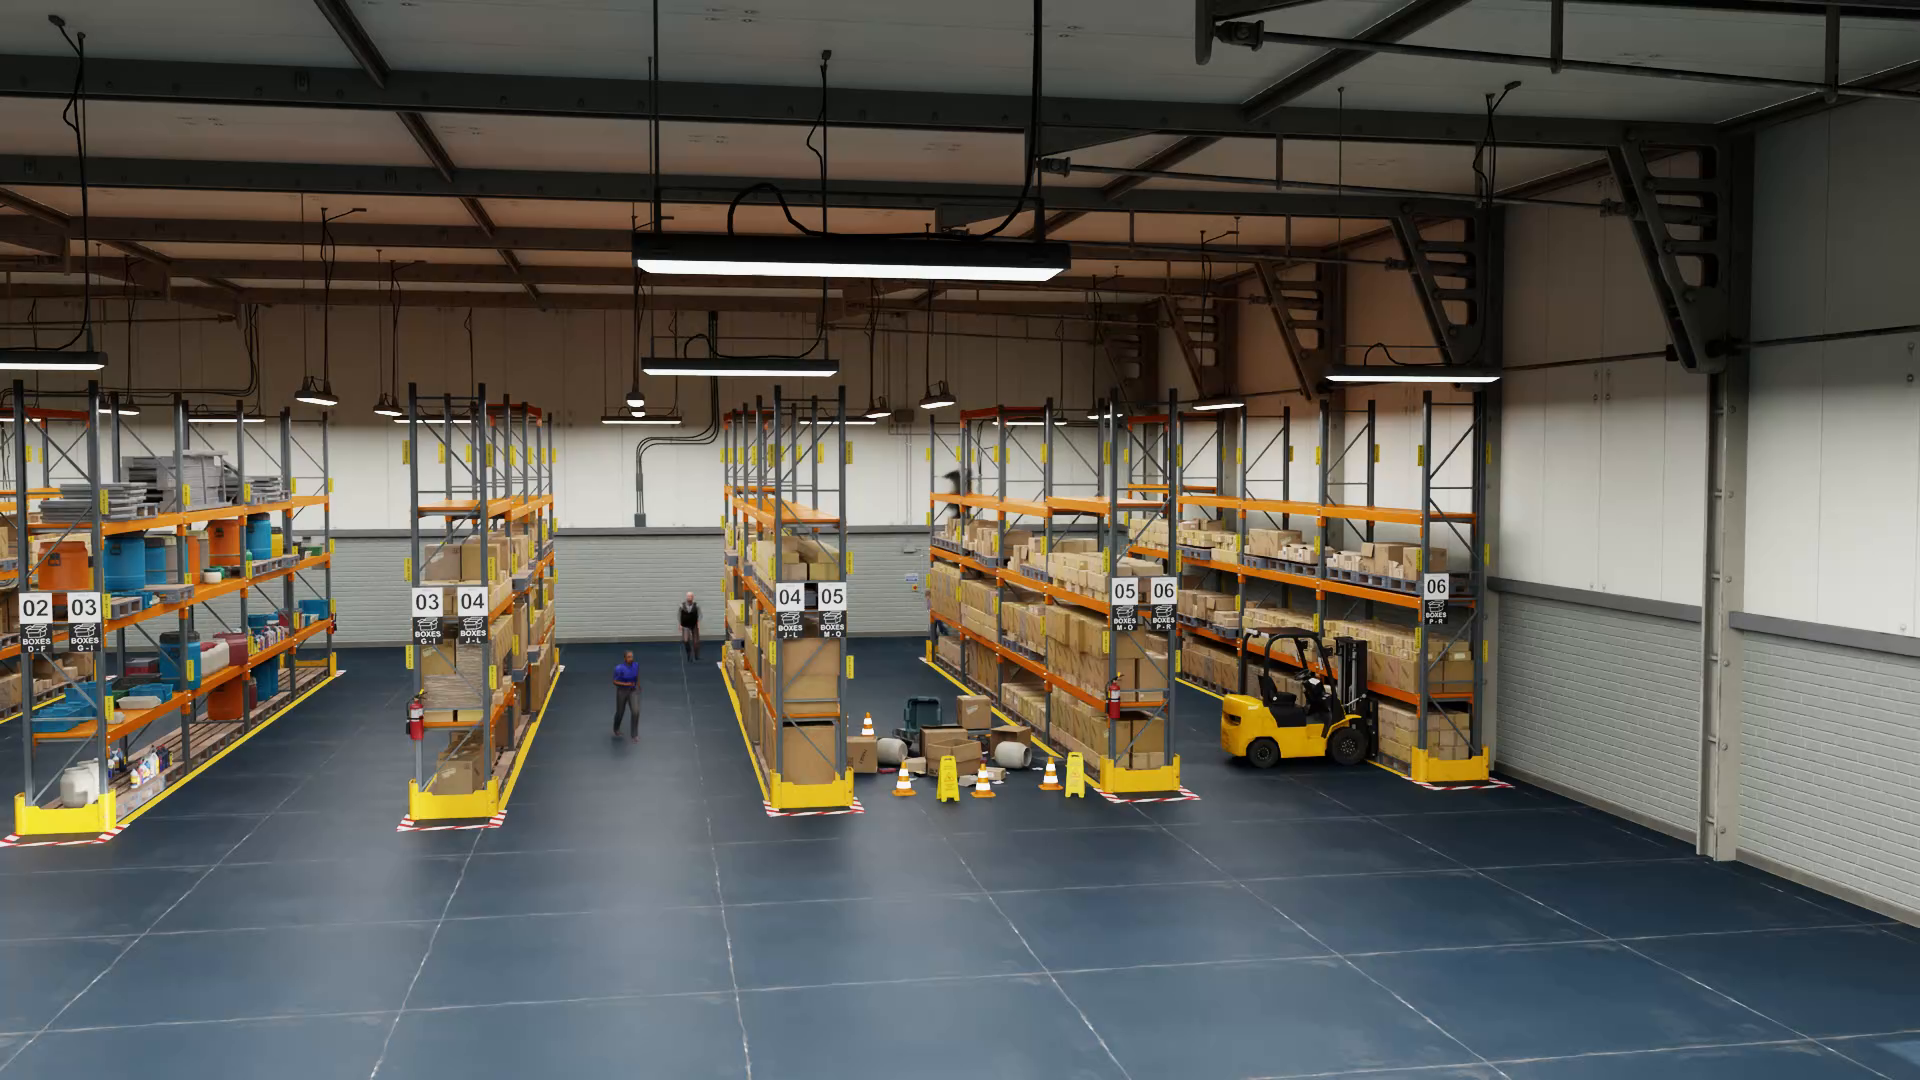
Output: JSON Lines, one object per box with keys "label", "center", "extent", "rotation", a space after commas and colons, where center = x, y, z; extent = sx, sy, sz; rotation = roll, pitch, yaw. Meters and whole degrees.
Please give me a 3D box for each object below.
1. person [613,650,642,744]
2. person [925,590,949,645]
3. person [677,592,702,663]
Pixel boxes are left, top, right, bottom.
{"label": "person", "center": [-5.839, 2.717, 29.137], "extent": [0.578, 1.632, 0.953], "rotation": [-2, 3, -29]}
{"label": "person", "center": [-0.539, 2.020, 42.002], "extent": [0.766, 1.535, 0.556], "rotation": [-2, 4, -34]}
{"label": "person", "center": [-6.501, 2.104, 40.038], "extent": [0.595, 1.715, 0.706], "rotation": [-1, 3, -12]}
